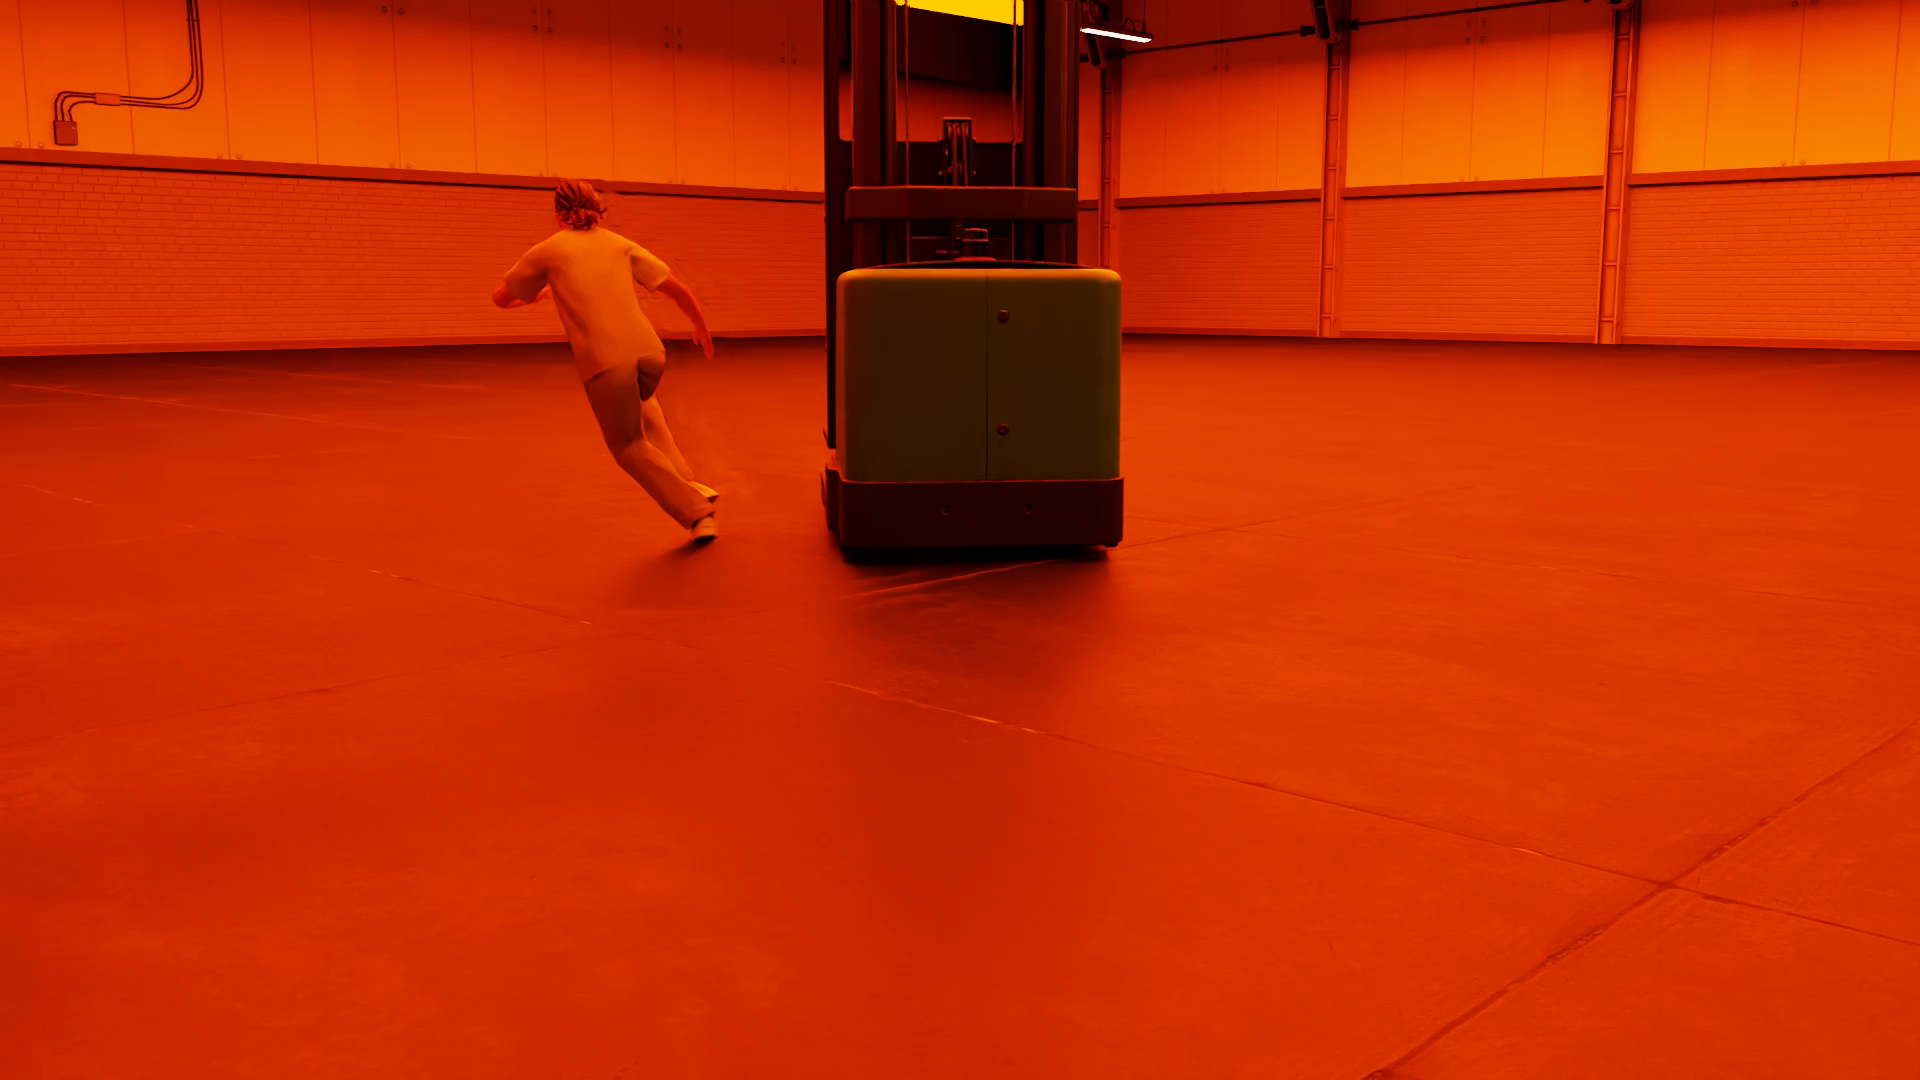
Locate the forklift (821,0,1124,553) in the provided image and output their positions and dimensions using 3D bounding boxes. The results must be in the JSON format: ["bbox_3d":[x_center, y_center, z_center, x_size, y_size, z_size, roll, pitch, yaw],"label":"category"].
[{"bbox_3d":[-0.064,-1.579,7.363,1.130,2.935,3.031,-1,9,-6],"label":"forklift"}]

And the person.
[{"bbox_3d":[-1.381,-0.713,6.654,0.870,1.435,0.815,-6,10,-33],"label":"person"}]
